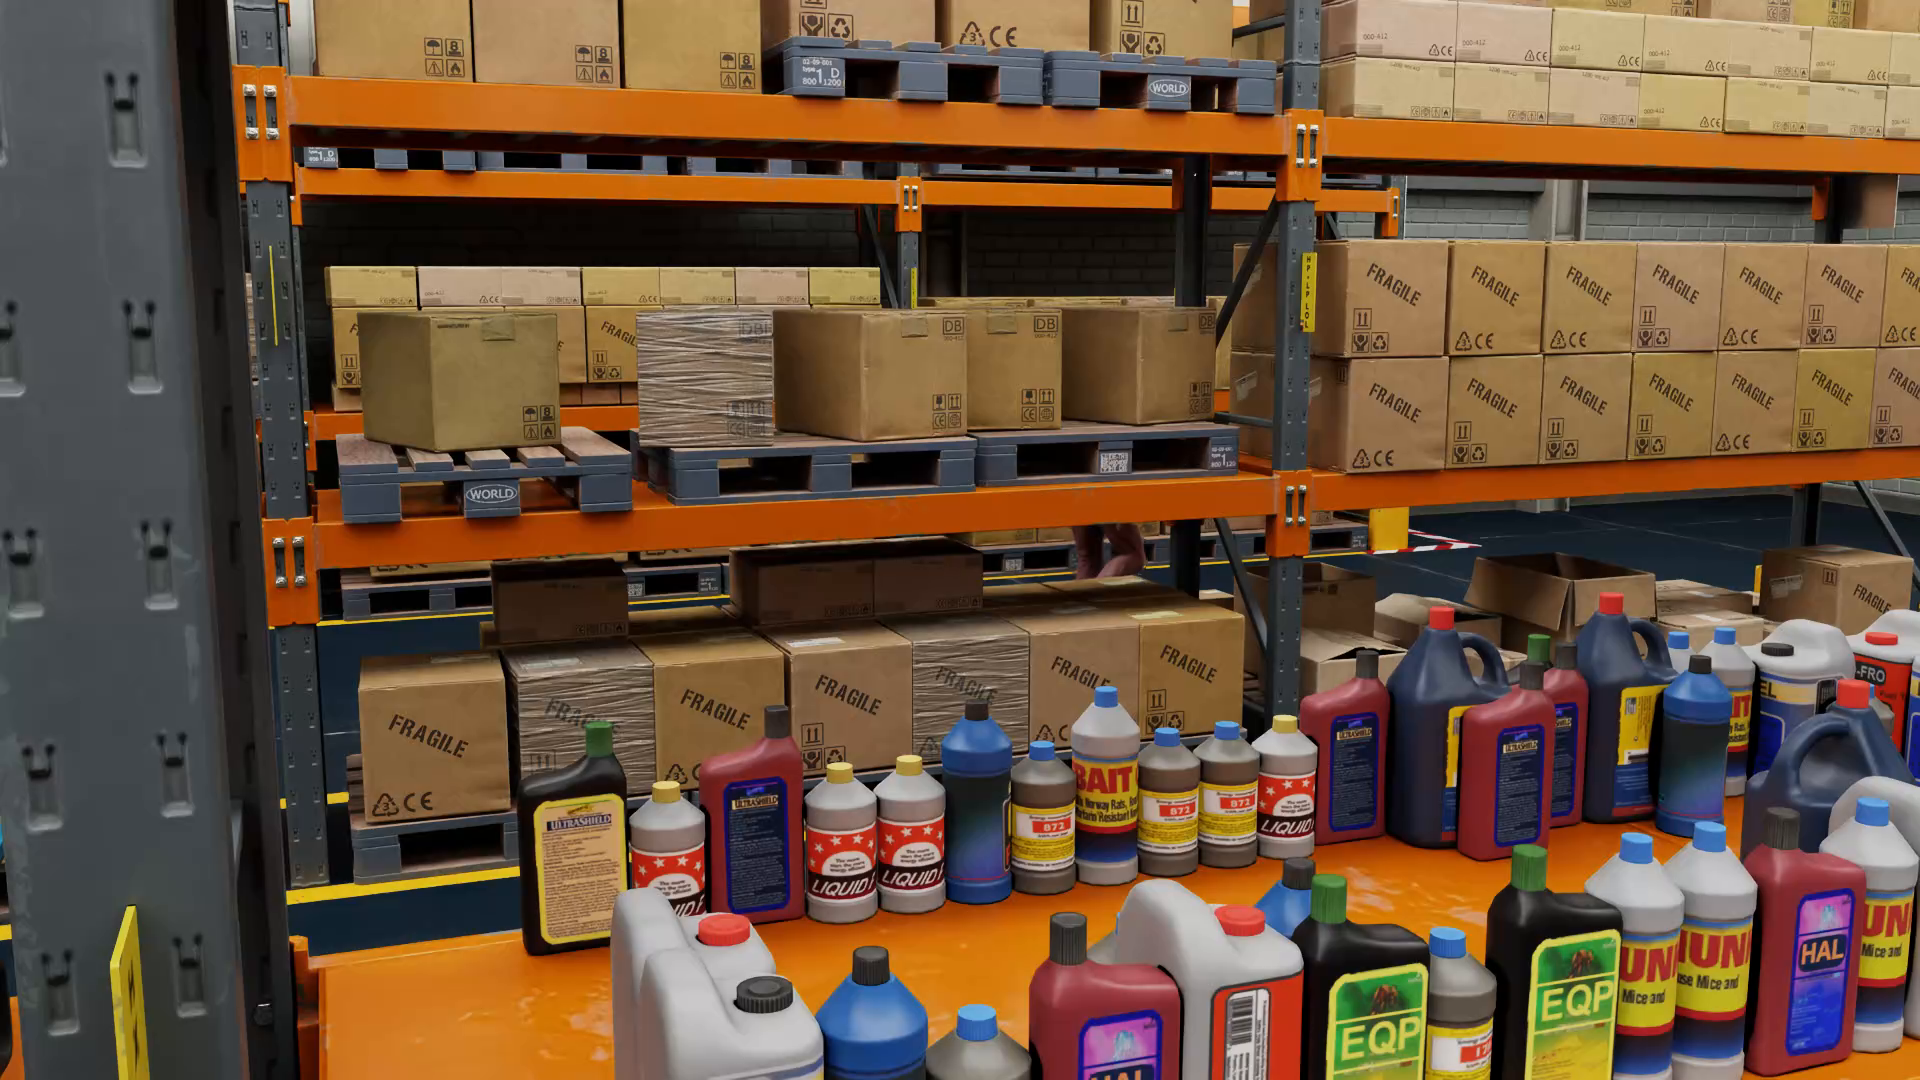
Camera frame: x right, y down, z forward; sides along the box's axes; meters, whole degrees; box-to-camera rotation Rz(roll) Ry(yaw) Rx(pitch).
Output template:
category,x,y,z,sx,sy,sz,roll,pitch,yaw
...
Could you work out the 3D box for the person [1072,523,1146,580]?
category,x,y,z,sx,sy,sz,roll,pitch,yaw
person,0.786,-0.214,9.608,0.467,1.676,0.509,8,12,40
